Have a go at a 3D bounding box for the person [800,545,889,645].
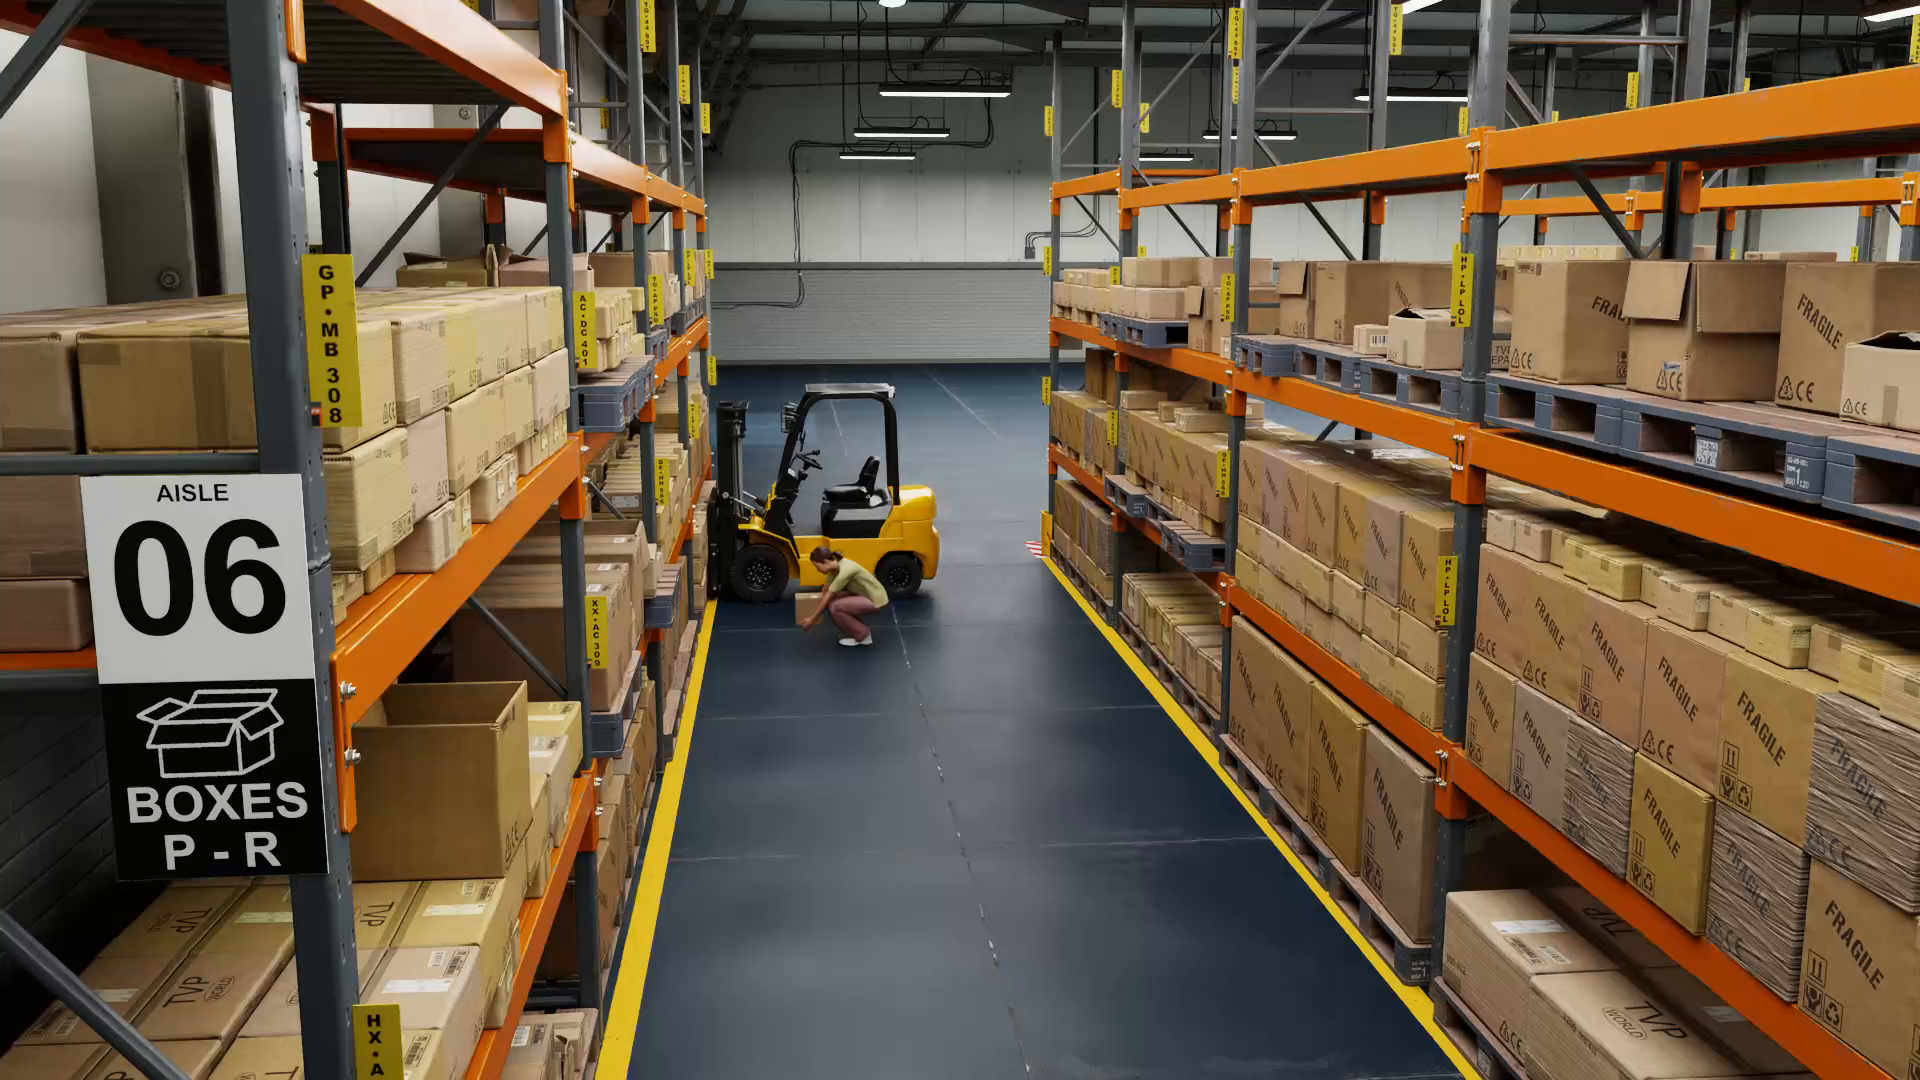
[{"bbox_3d":[-1.064,0.495,15.268,0.816,0.934,0.466,-1,10,-7],"label":"person"}]
